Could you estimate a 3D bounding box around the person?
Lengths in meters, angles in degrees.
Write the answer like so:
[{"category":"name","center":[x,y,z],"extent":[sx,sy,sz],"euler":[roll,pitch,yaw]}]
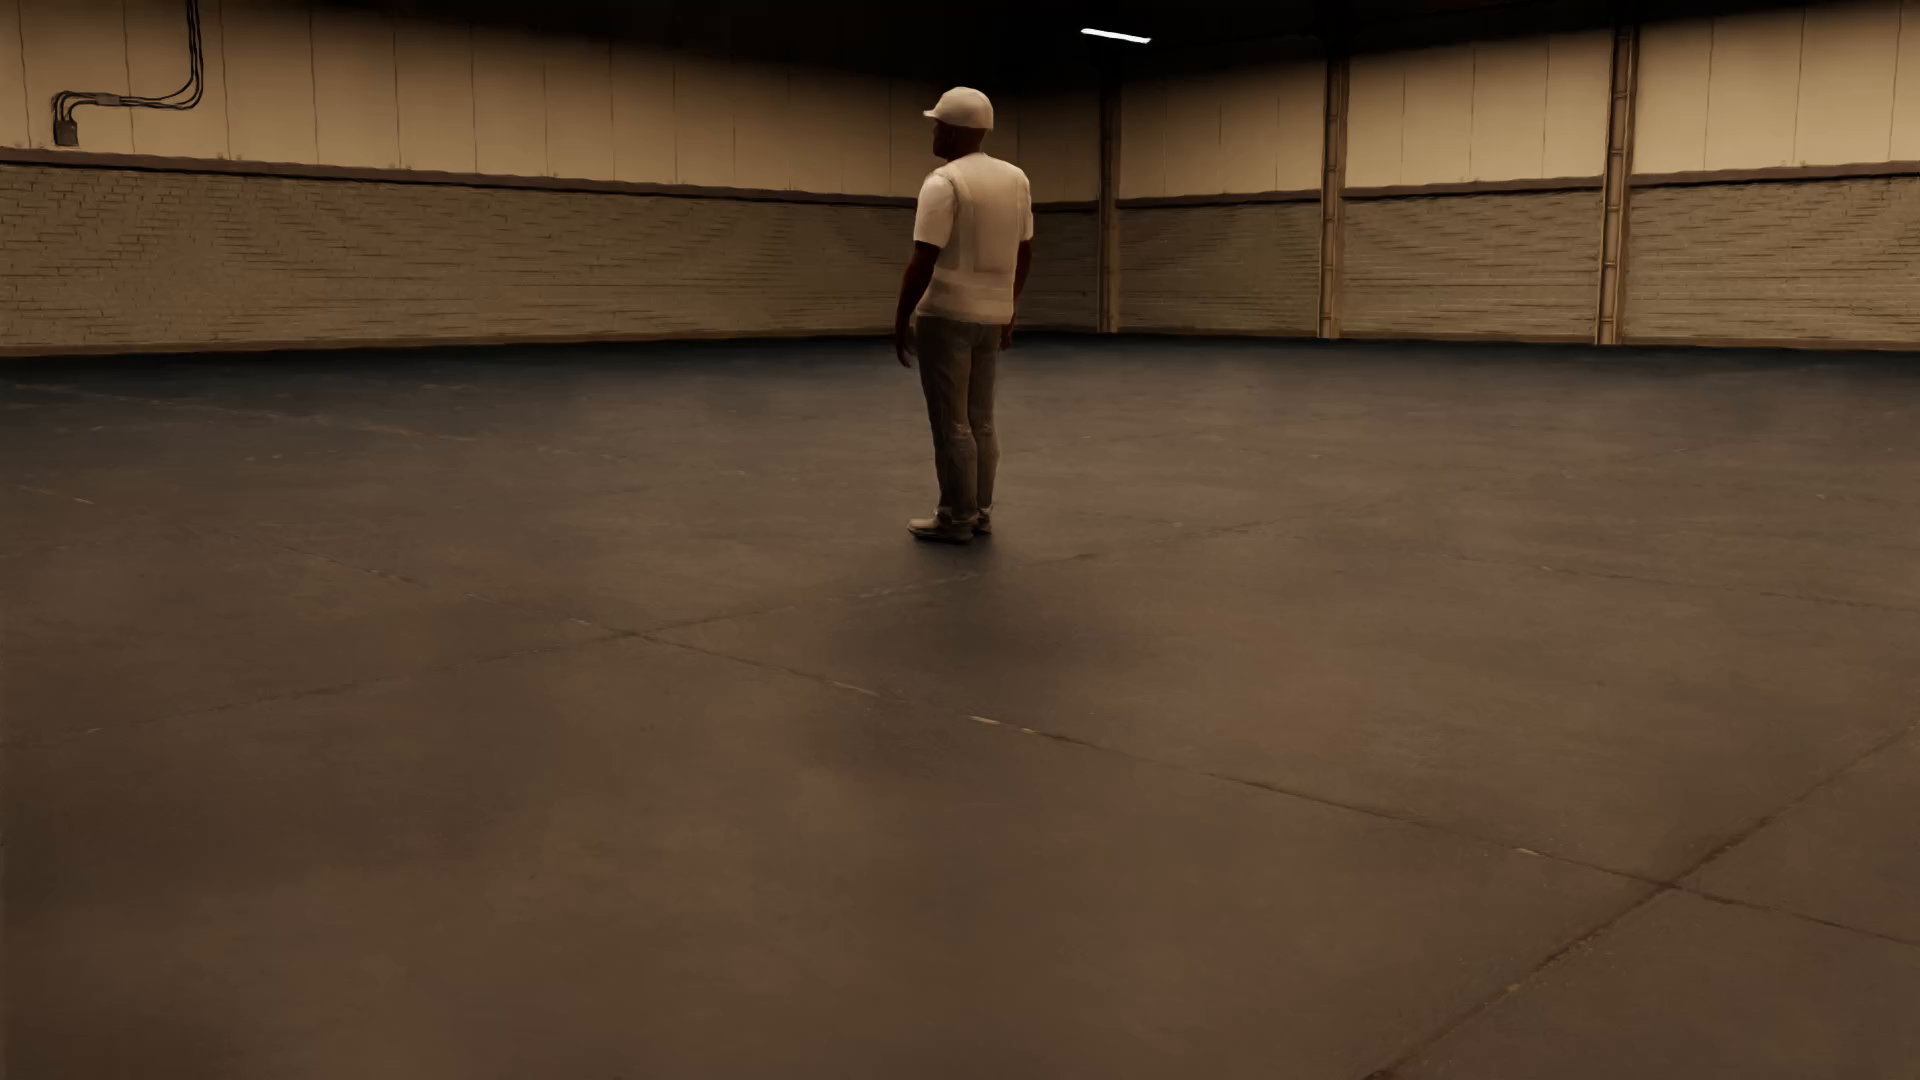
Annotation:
[{"category":"person","center":[-0.046,-0.888,6.637],"extent":[0.576,1.766,0.665],"euler":[8,12,43]}]
